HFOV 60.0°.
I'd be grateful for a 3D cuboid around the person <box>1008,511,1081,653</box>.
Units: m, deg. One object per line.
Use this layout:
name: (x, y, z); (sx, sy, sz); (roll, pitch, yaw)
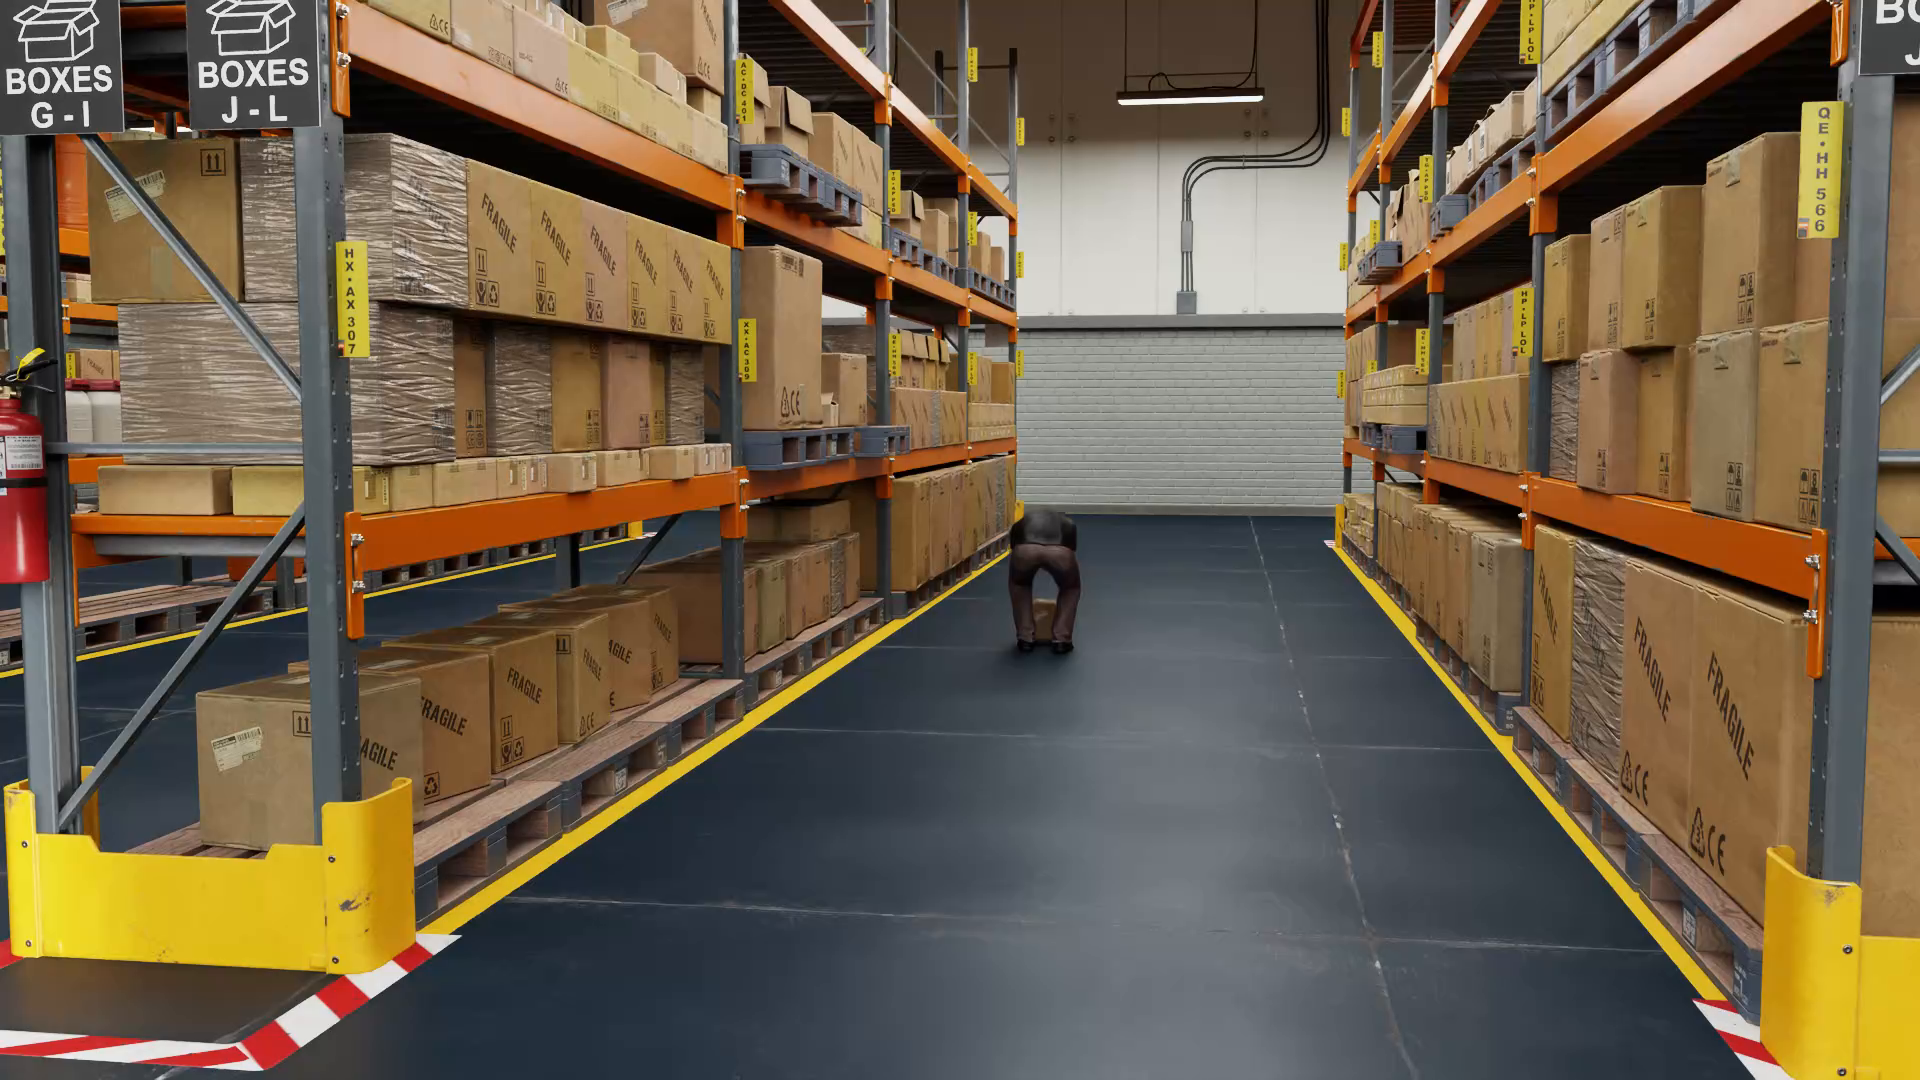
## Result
person: (0.580, 0.276, 11.385); (0.501, 0.924, 0.944); (0, 4, 6)
